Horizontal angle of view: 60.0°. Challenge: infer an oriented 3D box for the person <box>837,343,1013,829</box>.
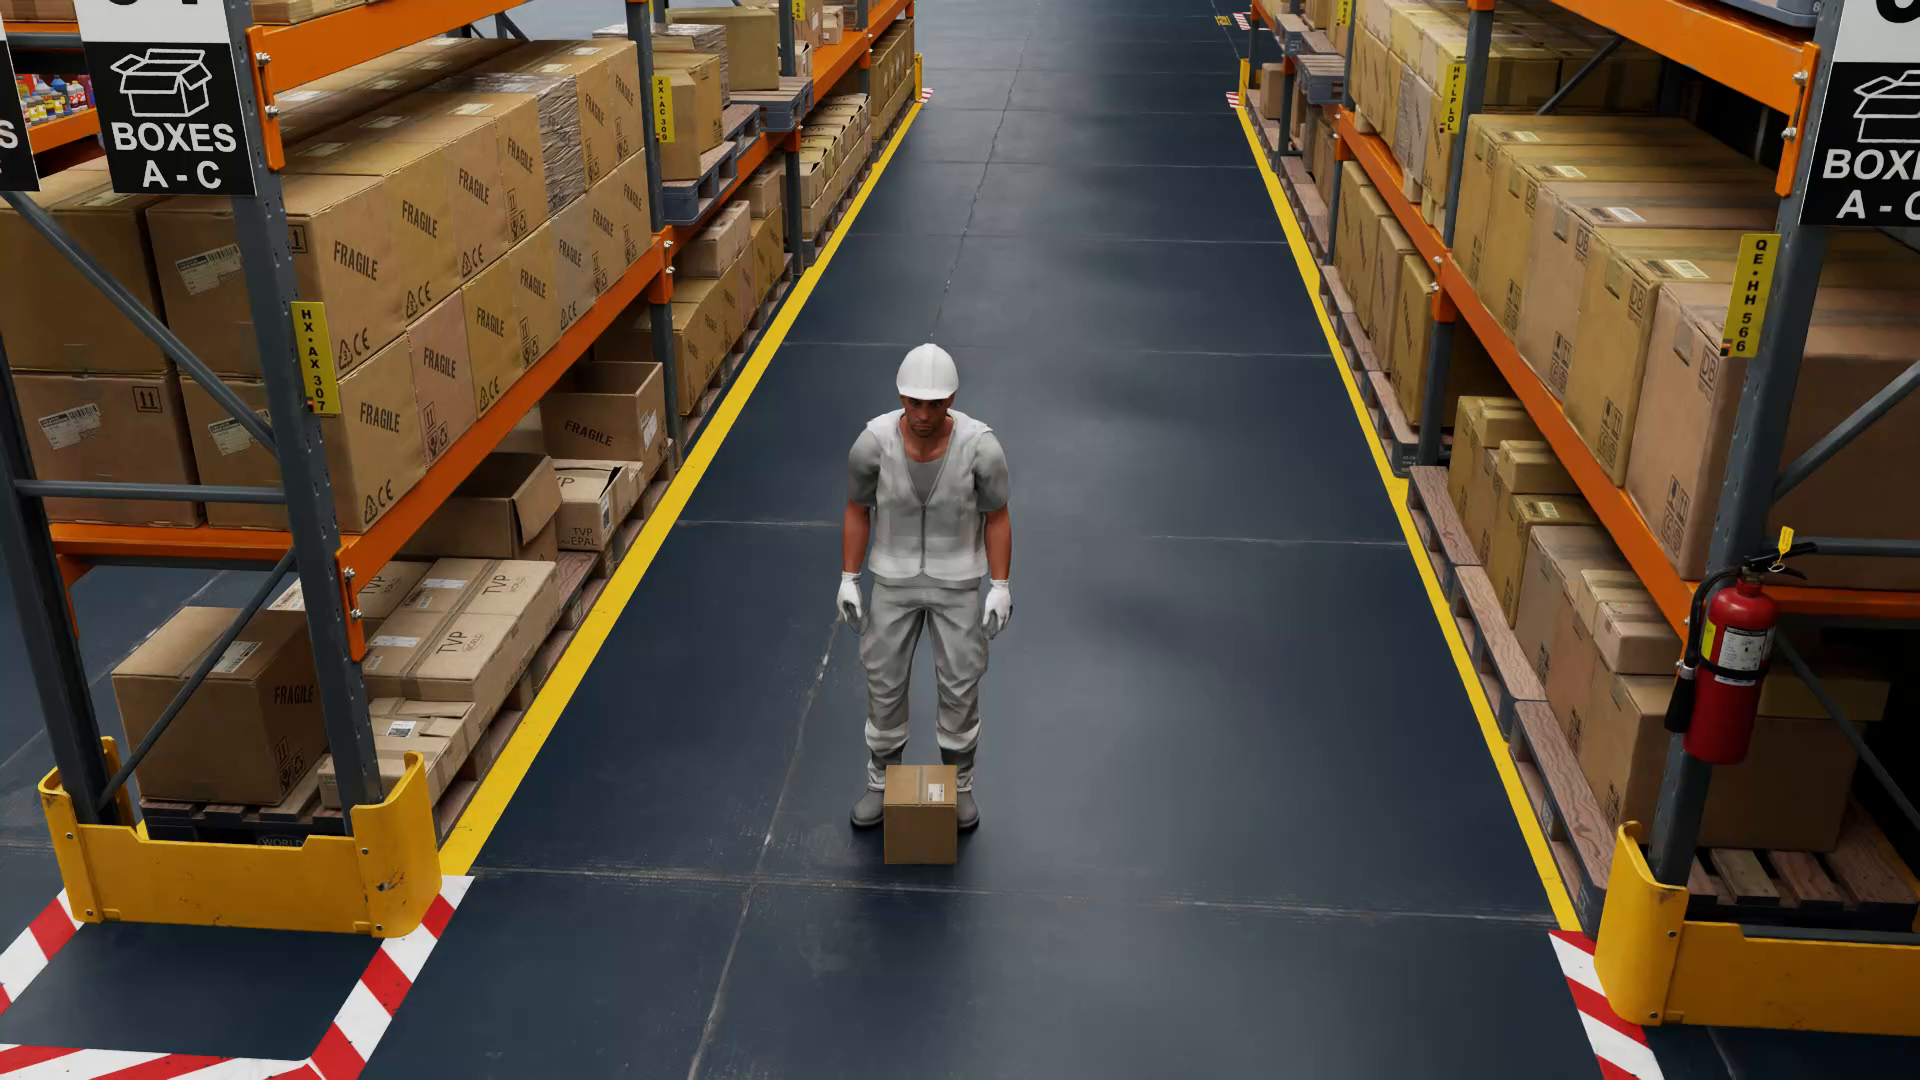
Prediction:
[{"bbox_3d":[-0.120,0.169,5.710,0.610,1.780,0.448,2,24,4],"label":"person"}]
